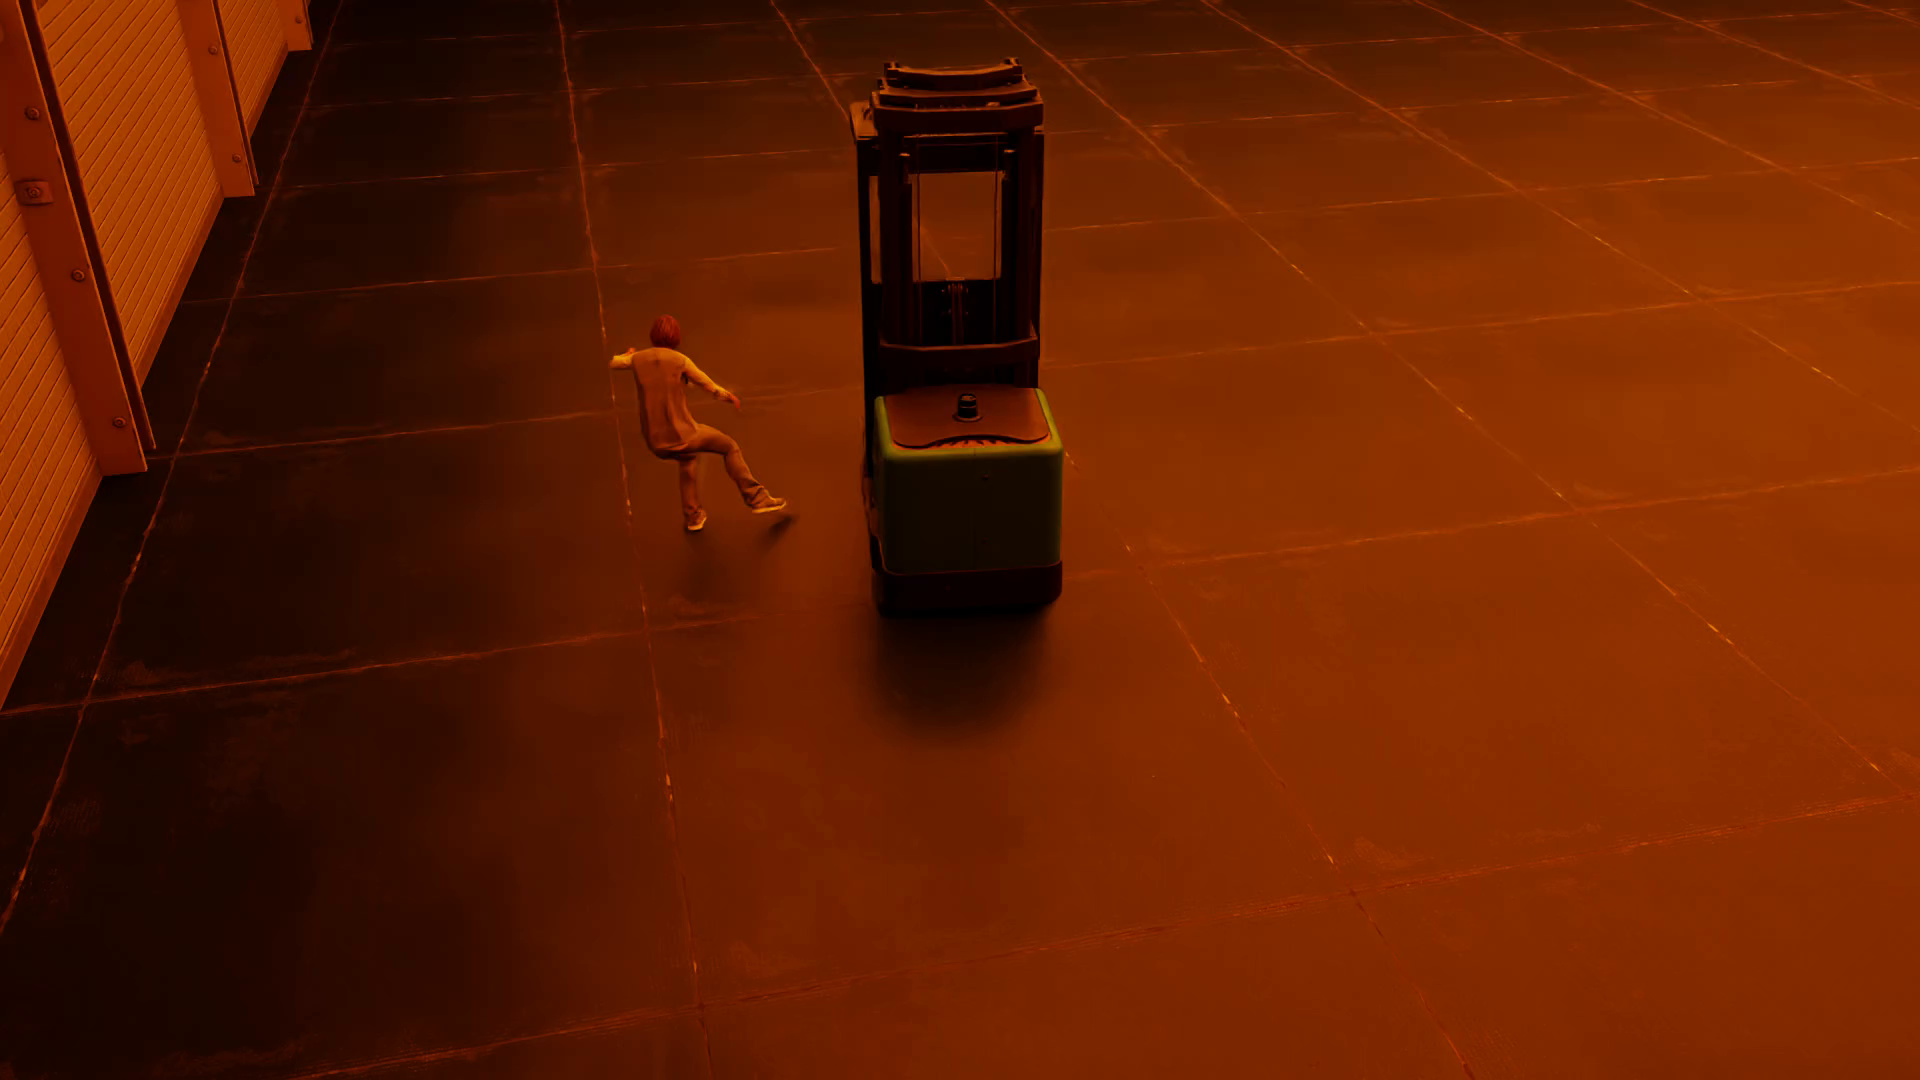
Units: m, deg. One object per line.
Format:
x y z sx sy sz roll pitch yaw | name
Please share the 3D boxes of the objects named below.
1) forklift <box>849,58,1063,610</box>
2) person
-0.086 -1.576 10.296 1.130 2.935 3.031 -3 30 -6 | forklift
-1.656 -0.774 10.511 1.090 1.360 0.820 3 30 5 | person
